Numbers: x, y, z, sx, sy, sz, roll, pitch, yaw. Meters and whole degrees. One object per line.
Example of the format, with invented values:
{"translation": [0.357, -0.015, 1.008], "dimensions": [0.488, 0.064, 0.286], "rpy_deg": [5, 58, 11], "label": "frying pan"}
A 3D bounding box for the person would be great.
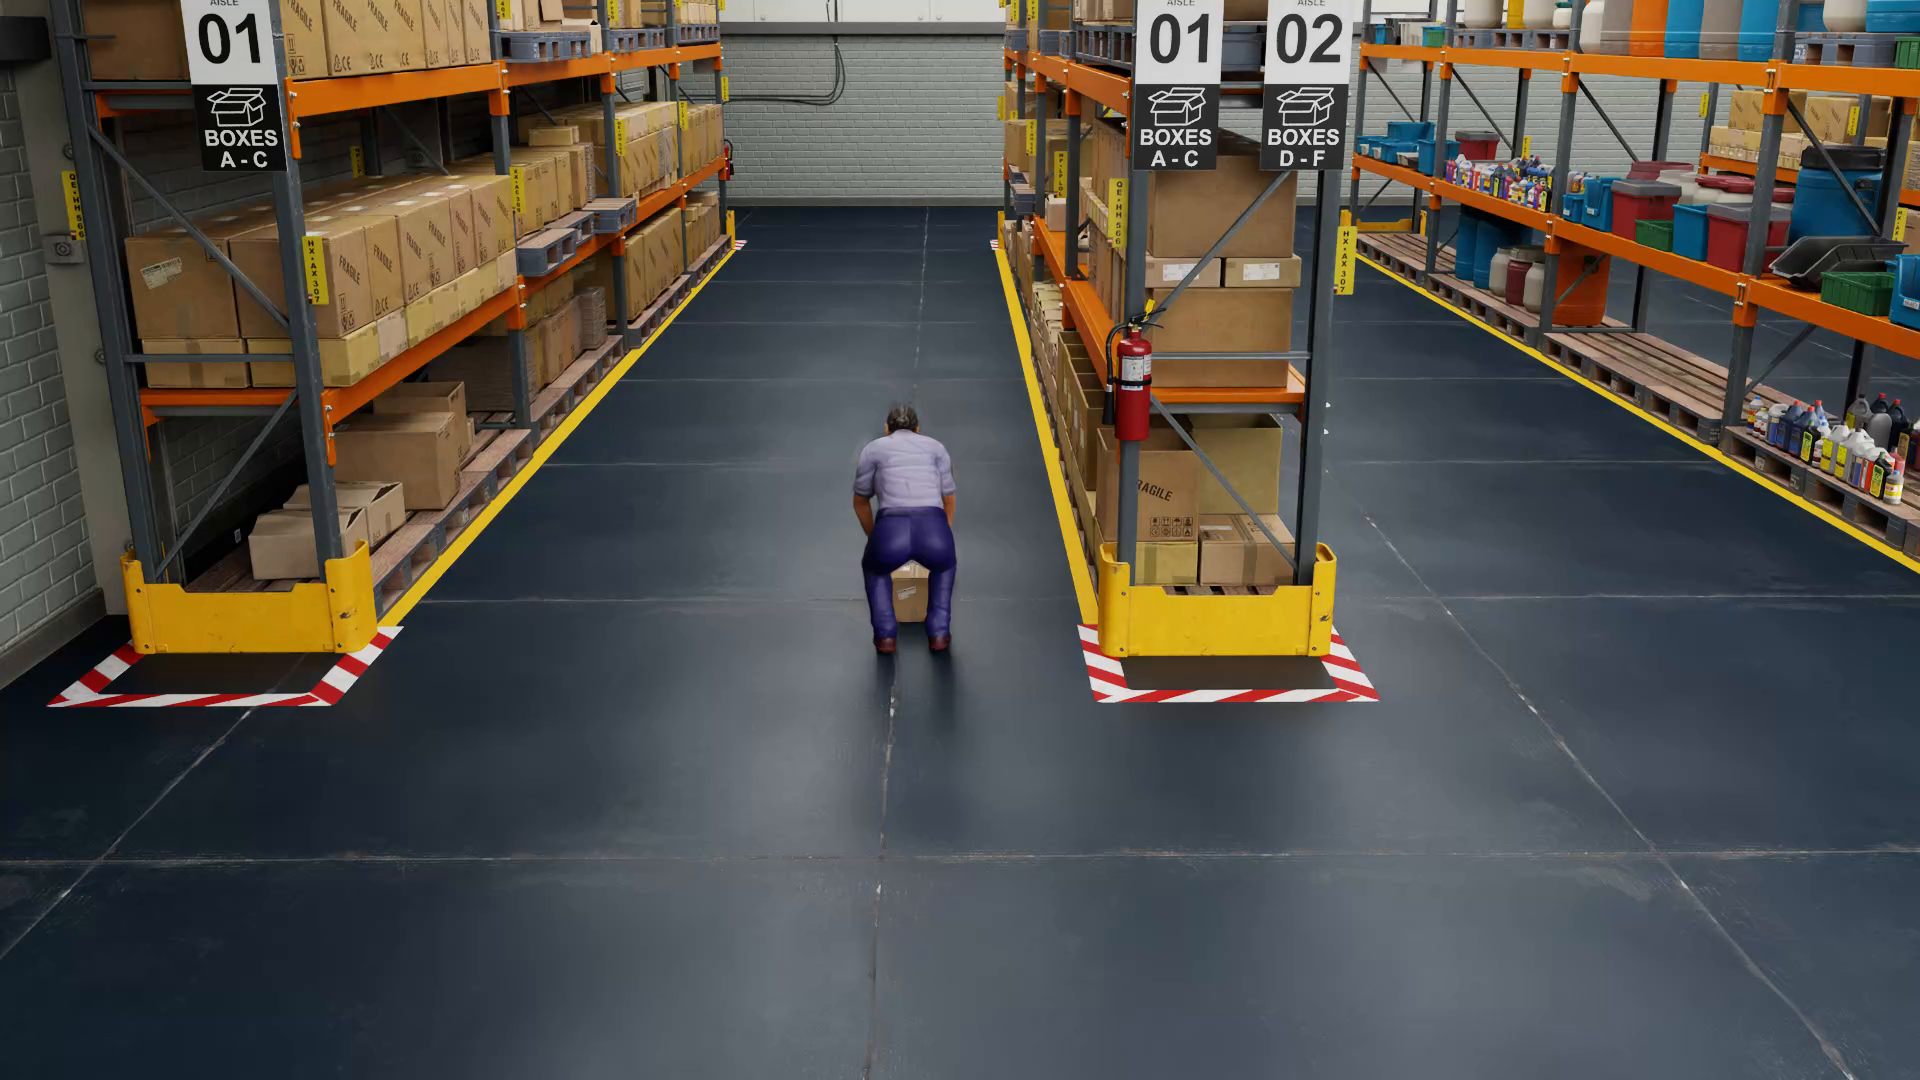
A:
{"translation": [-0.279, -0.040, 8.471], "dimensions": [0.531, 1.197, 0.741], "rpy_deg": [0, 17, -1], "label": "person"}
